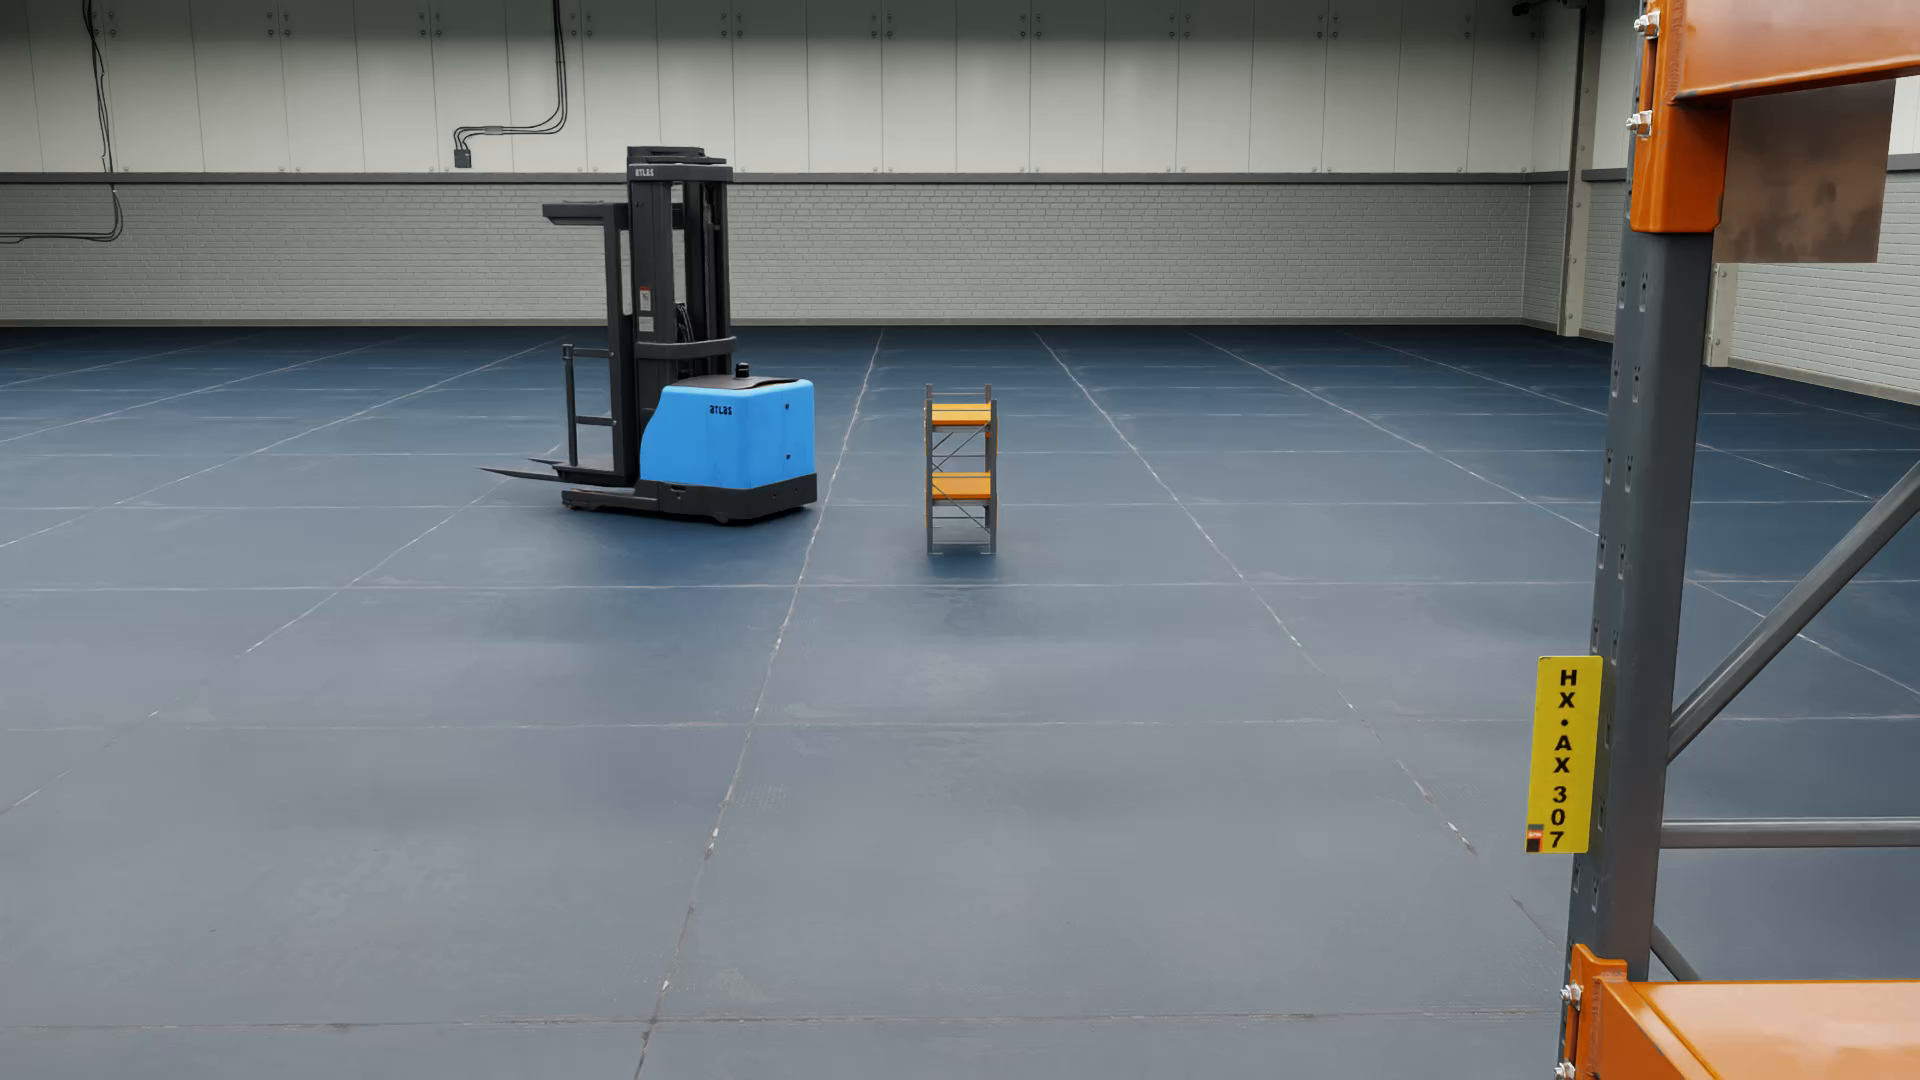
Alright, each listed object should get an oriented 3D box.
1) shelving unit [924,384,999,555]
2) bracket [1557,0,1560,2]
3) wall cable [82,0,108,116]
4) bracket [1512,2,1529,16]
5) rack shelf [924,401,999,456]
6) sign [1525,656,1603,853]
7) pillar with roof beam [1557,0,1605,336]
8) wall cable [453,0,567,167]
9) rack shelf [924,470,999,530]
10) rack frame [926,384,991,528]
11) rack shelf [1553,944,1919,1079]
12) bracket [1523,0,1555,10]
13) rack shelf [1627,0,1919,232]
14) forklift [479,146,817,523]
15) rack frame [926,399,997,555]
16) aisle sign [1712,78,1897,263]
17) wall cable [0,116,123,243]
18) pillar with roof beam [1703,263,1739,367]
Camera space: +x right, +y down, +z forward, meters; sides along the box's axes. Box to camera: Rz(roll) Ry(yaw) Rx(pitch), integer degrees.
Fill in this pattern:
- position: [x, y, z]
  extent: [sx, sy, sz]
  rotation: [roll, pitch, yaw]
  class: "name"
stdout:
- position: [0.000, -0.550, 12.441]
  extent: [0.538, 1.125, 1.048]
  rotation: [0, 11, -1]
  class: "shelving unit"
- position: [11.307, -10.178, 31.041]
  extent: [0.235, 0.232, 0.430]
  rotation: [0, 11, -1]
  class: "bracket"
- position: [-15.857, -9.759, 33.137]
  extent: [3.097, 2.526, 0.112]
  rotation: [0, 11, -1]
  class: "wall cable"
- position: [11.258, -10.649, 33.363]
  extent: [0.235, 0.232, 0.430]
  rotation: [0, 11, -1]
  class: "bracket"
- position: [0.000, -0.837, 12.382]
  extent: [0.538, 0.278, 1.000]
  rotation: [0, 11, -1]
  class: "rack shelf"
- position: [0.956, 0.342, 2.635]
  extent: [0.100, 0.325, 0.005]
  rotation: [0, 11, -1]
  class: "sign"
- position: [7.367, -8.315, 30.913]
  extent: [9.100, 9.000, 0.548]
  rotation: [0, 11, -1]
  class: "pillar with roof beam"
- position: [-9.070, -10.497, 33.114]
  extent: [2.305, 6.003, 0.169]
  rotation: [0, 11, -1]
  class: "wall cable"
- position: [0.000, -0.310, 12.489]
  extent: [0.538, 0.278, 1.000]
  rotation: [0, 11, -1]
  class: "rack shelf"
- position: [-0.010, -0.651, 12.939]
  extent: [0.500, 1.125, 0.032]
  rotation: [0, 11, -1]
  class: "rack frame"
- position: [1.548, 1.226, 0.781]
  extent: [1.077, 0.370, 4.000]
  rotation: [0, 11, -1]
  class: "rack shelf"
- position: [11.270, -10.532, 32.785]
  extent: [0.076, 0.066, 3.189]
  rotation: [0, 11, -1]
  class: "bracket"
- position: [1.548, -0.244, 0.483]
  extent: [1.077, 0.370, 4.000]
  rotation: [0, 11, -1]
  class: "rack shelf"
- position: [-2.724, -1.756, 13.845]
  extent: [3.031, 2.935, 1.130]
  rotation: [6, 13, 29]
  class: "forklift"
- position: [0.011, -0.449, 11.943]
  extent: [0.500, 1.125, 0.032]
  rotation: [0, 11, -1]
  class: "rack frame"
- position: [1.212, -0.811, 2.475]
  extent: [0.394, 0.787, 0.004]
  rotation: [0, 11, -1]
  class: "aisle sign"
- position: [-18.561, -7.273, 33.584]
  extent: [3.097, 2.526, 0.112]
  rotation: [0, 11, -1]
  class: "wall cable"
- position: [7.491, -7.122, 25.034]
  extent: [9.100, 9.000, 0.400]
  rotation: [0, 11, -1]
  class: "pillar with roof beam"
